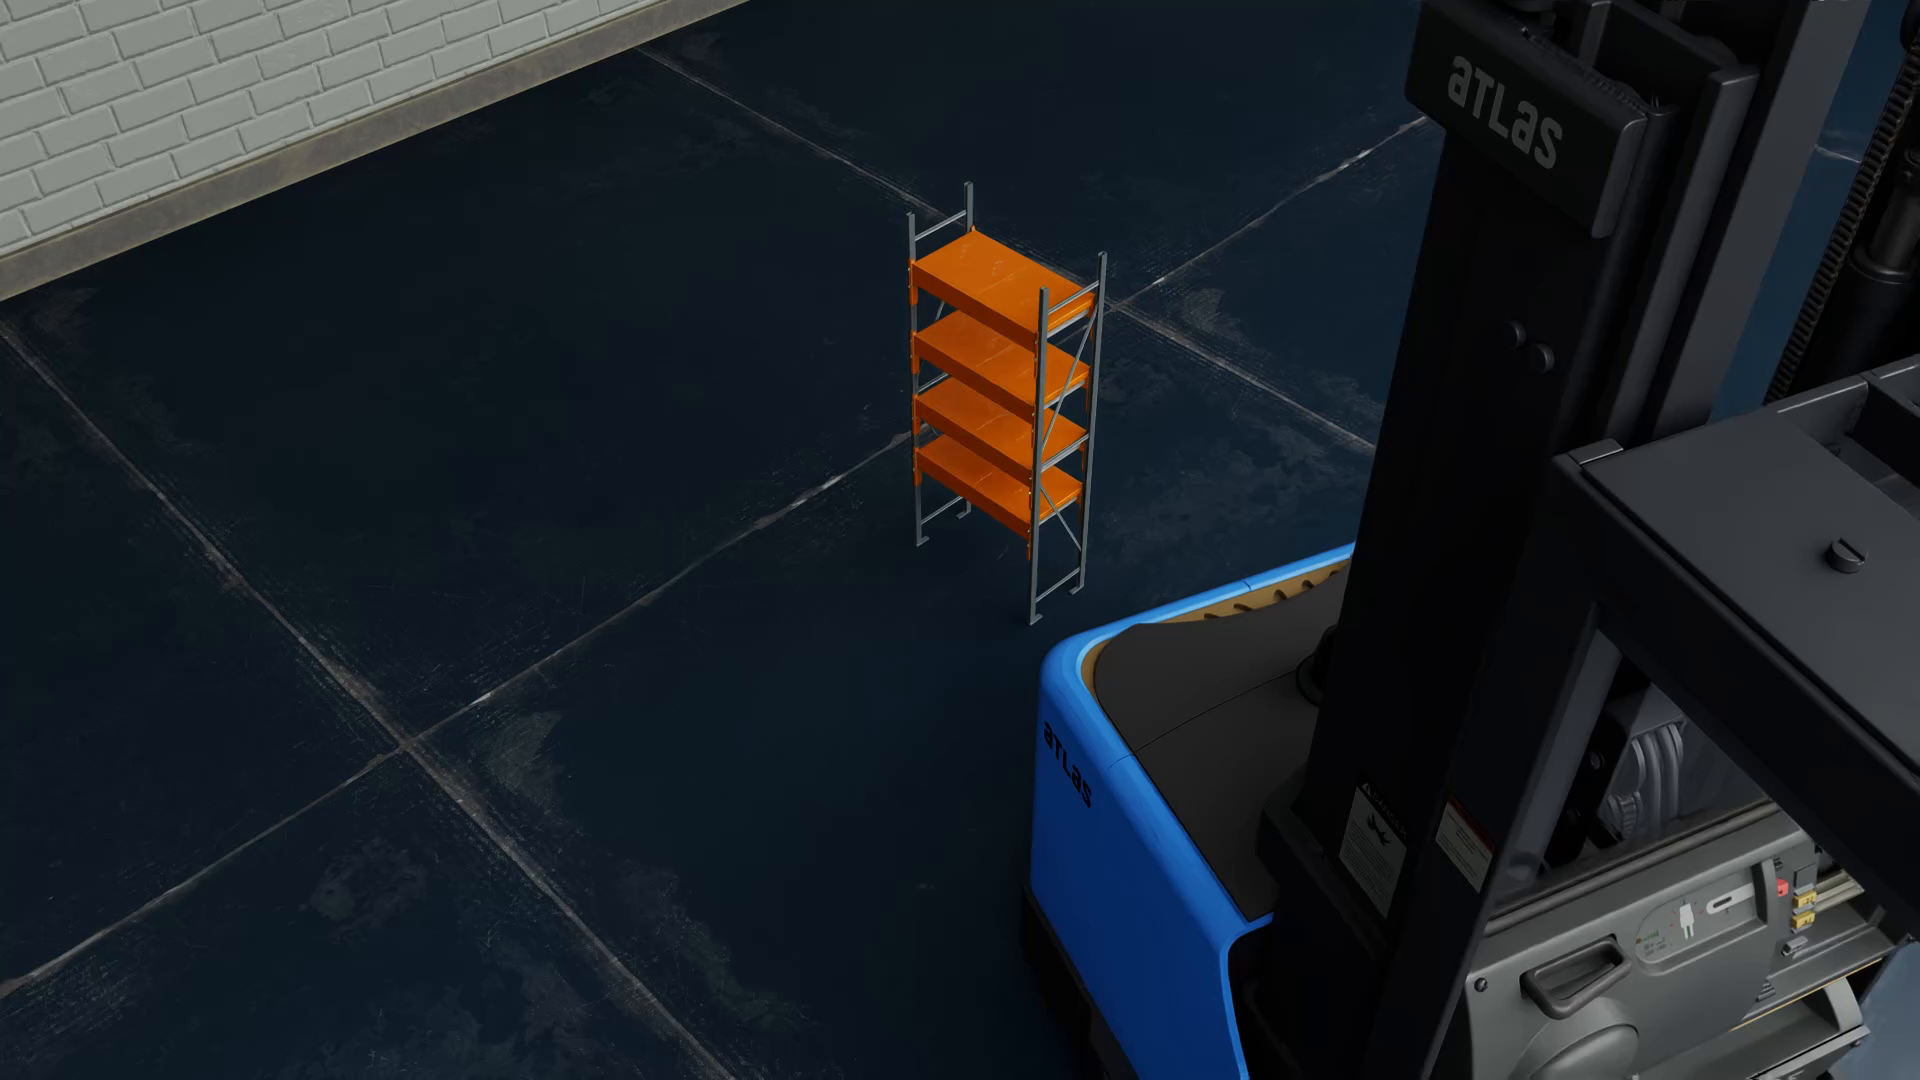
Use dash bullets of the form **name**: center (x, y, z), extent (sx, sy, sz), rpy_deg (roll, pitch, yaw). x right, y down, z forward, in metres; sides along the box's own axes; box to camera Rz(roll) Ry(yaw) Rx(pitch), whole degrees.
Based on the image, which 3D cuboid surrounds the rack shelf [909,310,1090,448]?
- **rack shelf**: center (0.117, -0.476, 4.651), extent (0.258, 0.148, 0.480), rpy_deg (-34, 53, -31)

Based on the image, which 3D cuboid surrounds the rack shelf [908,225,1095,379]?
- **rack shelf**: center (0.117, -0.650, 4.490), extent (0.258, 0.148, 0.480), rpy_deg (-34, 53, -31)

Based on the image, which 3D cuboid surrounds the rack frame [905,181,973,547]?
- **rack frame**: center (-0.055, -0.478, 4.884), extent (0.240, 1.200, 0.015), rpy_deg (-34, 53, -31)

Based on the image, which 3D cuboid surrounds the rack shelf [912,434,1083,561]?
- **rack shelf**: center (0.117, -0.166, 4.937), extent (0.258, 0.148, 0.480), rpy_deg (-34, 53, -31)

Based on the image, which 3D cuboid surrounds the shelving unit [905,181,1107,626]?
- **shelving unit**: center (0.117, -0.361, 4.757), extent (0.258, 1.200, 0.503), rpy_deg (-34, 53, -31)

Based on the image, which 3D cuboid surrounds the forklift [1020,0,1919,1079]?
- **forklift**: center (1.213, 0.709, 2.323), extent (1.130, 2.935, 3.031), rpy_deg (-17, 45, -18)

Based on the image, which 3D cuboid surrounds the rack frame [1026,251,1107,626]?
- **rack frame**: center (0.289, -0.244, 4.630), extent (0.240, 1.200, 0.015), rpy_deg (-34, 53, -31)

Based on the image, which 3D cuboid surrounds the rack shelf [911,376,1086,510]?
- **rack shelf**: center (0.117, -0.312, 4.802), extent (0.258, 0.148, 0.480), rpy_deg (-34, 53, -31)
